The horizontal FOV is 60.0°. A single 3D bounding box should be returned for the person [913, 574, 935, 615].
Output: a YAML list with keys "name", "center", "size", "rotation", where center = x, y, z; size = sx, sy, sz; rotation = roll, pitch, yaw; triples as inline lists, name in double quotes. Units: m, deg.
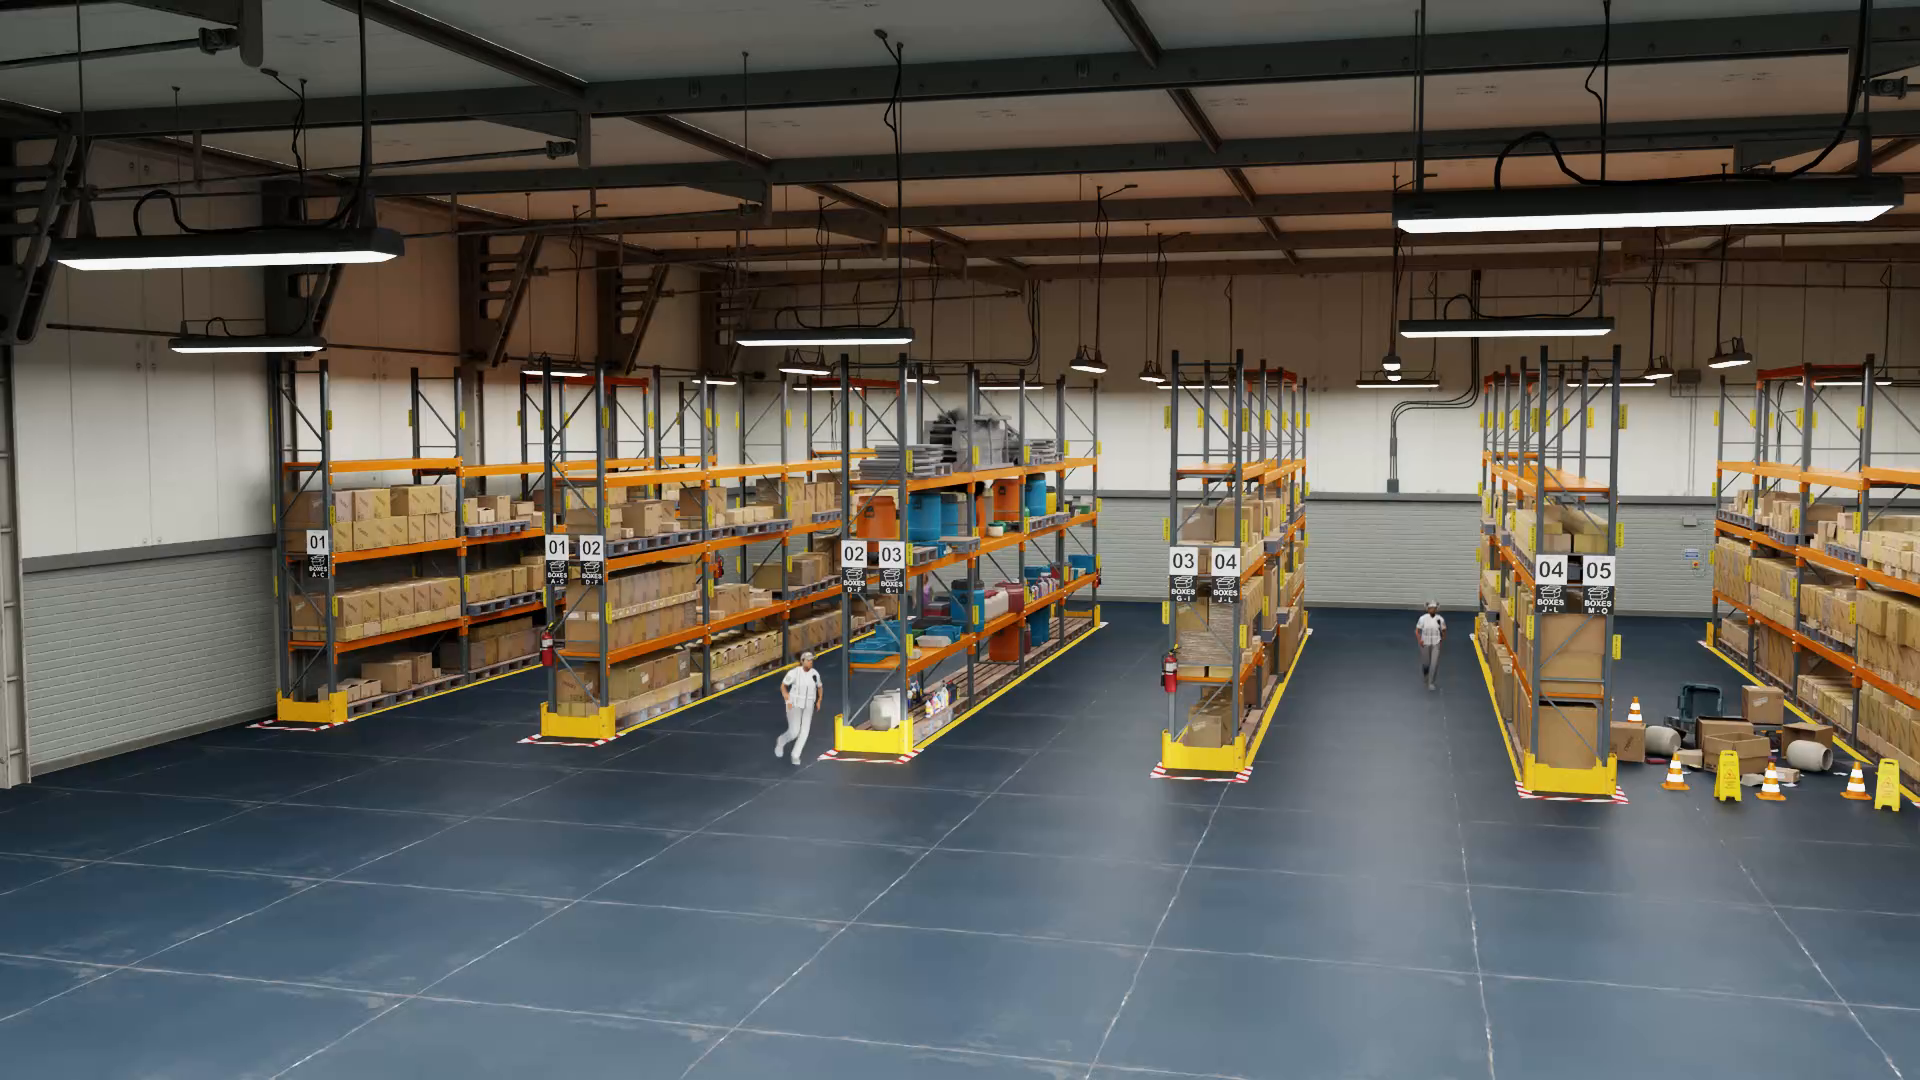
- name: "person"
  center: [-0.816, 1.528, 37.704]
  size: [0.521, 1.550, 0.577]
  rotation: [0, 4, 4]

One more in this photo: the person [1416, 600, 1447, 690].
- name: "person"
  center: [8.799, 1.947, 31.053]
  size: [0.567, 1.669, 0.505]
  rotation: [1, 4, 13]

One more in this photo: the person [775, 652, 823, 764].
- name: "person"
  center: [-2.337, 2.445, 24.436]
  size: [0.688, 1.614, 0.546]
  rotation: [-2, 5, -29]
